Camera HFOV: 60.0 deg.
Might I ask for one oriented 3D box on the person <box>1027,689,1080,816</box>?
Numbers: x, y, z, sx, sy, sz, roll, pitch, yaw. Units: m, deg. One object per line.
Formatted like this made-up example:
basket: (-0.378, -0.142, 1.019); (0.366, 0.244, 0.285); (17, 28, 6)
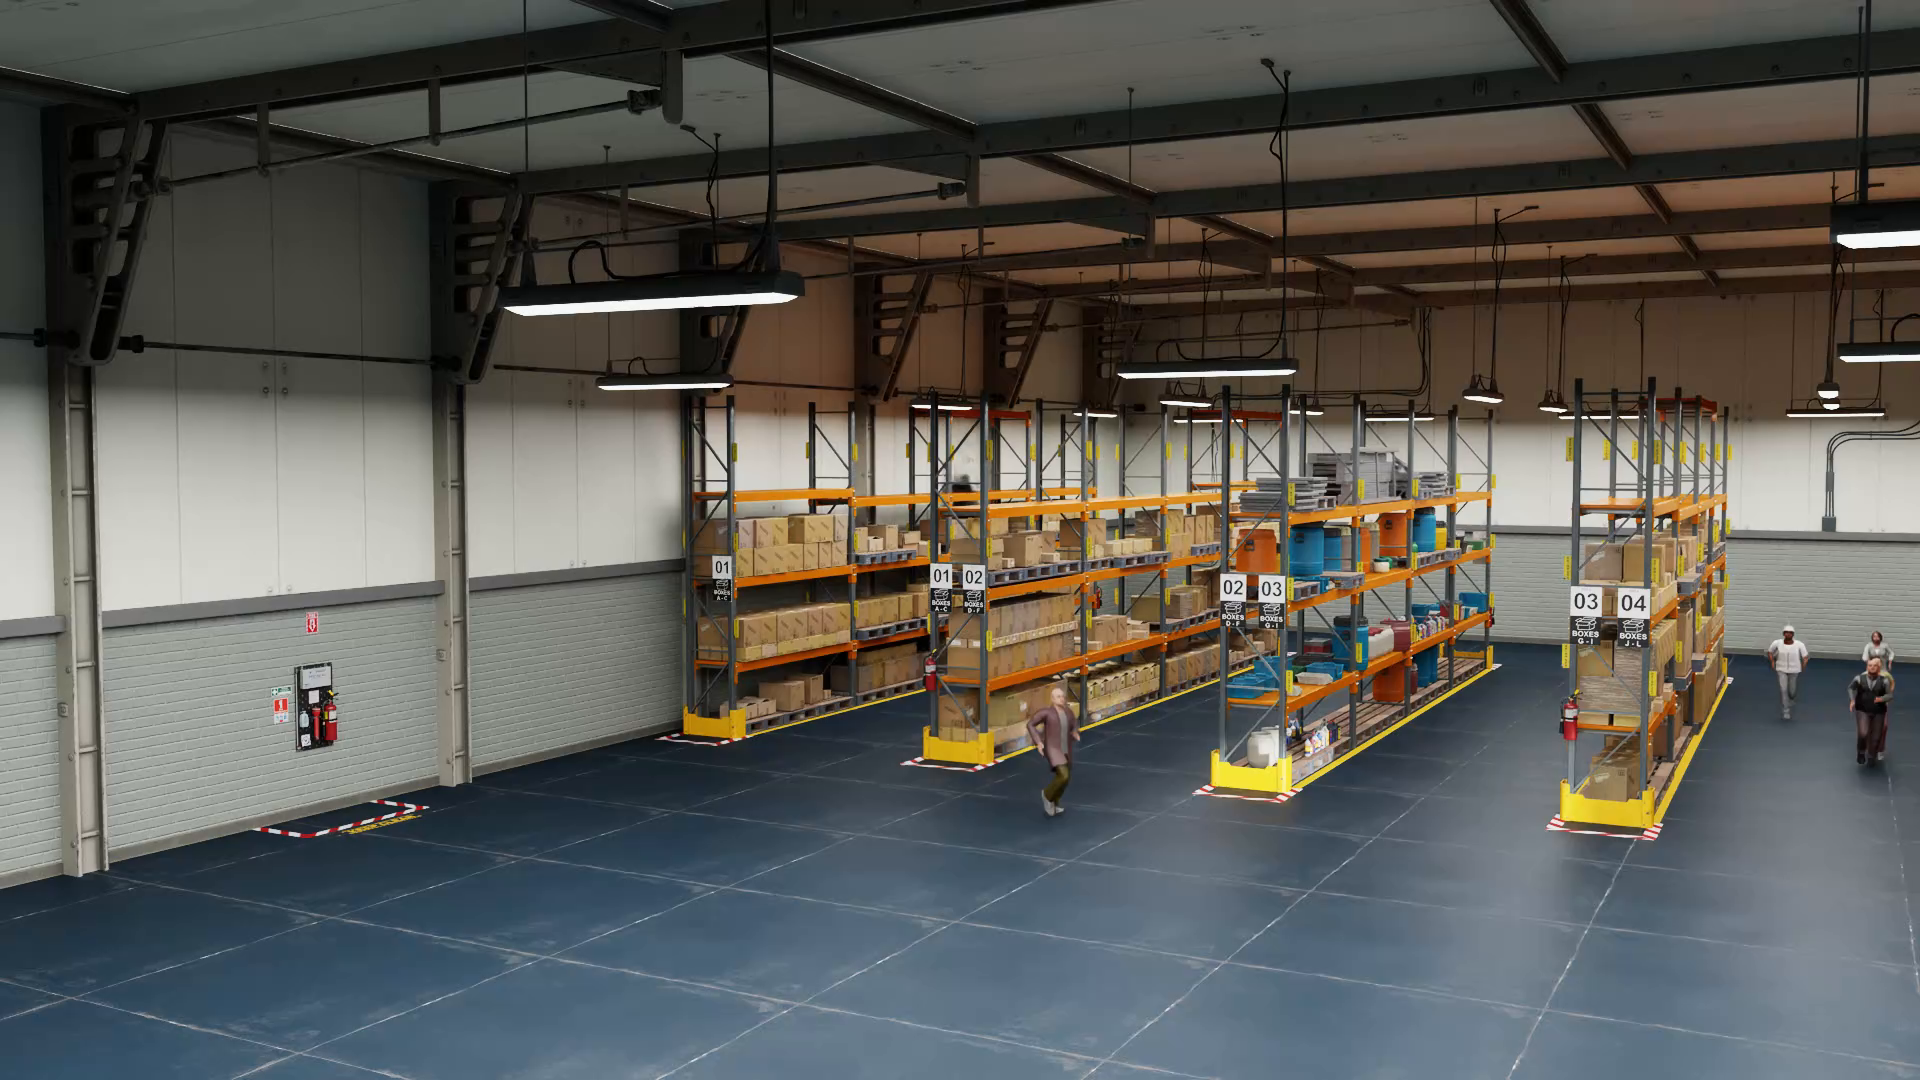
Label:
person: (1.371, 2.914, 22.800); (0.691, 1.740, 0.692); (-2, 4, -36)

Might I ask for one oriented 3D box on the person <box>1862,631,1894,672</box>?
person: (17.431, 2.583, 31.608); (0.507, 1.523, 0.706); (2, 4, 33)

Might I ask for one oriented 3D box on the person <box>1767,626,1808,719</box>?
person: (15.665, 2.488, 31.491); (0.700, 1.745, 0.796); (1, 3, 25)

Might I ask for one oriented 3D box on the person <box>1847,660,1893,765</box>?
person: (14.460, 2.751, 26.418); (0.634, 1.692, 0.663); (1, 3, 25)

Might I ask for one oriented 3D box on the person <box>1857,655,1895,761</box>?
person: (14.971, 2.737, 27.184); (0.558, 1.705, 0.670); (1, 3, 26)
